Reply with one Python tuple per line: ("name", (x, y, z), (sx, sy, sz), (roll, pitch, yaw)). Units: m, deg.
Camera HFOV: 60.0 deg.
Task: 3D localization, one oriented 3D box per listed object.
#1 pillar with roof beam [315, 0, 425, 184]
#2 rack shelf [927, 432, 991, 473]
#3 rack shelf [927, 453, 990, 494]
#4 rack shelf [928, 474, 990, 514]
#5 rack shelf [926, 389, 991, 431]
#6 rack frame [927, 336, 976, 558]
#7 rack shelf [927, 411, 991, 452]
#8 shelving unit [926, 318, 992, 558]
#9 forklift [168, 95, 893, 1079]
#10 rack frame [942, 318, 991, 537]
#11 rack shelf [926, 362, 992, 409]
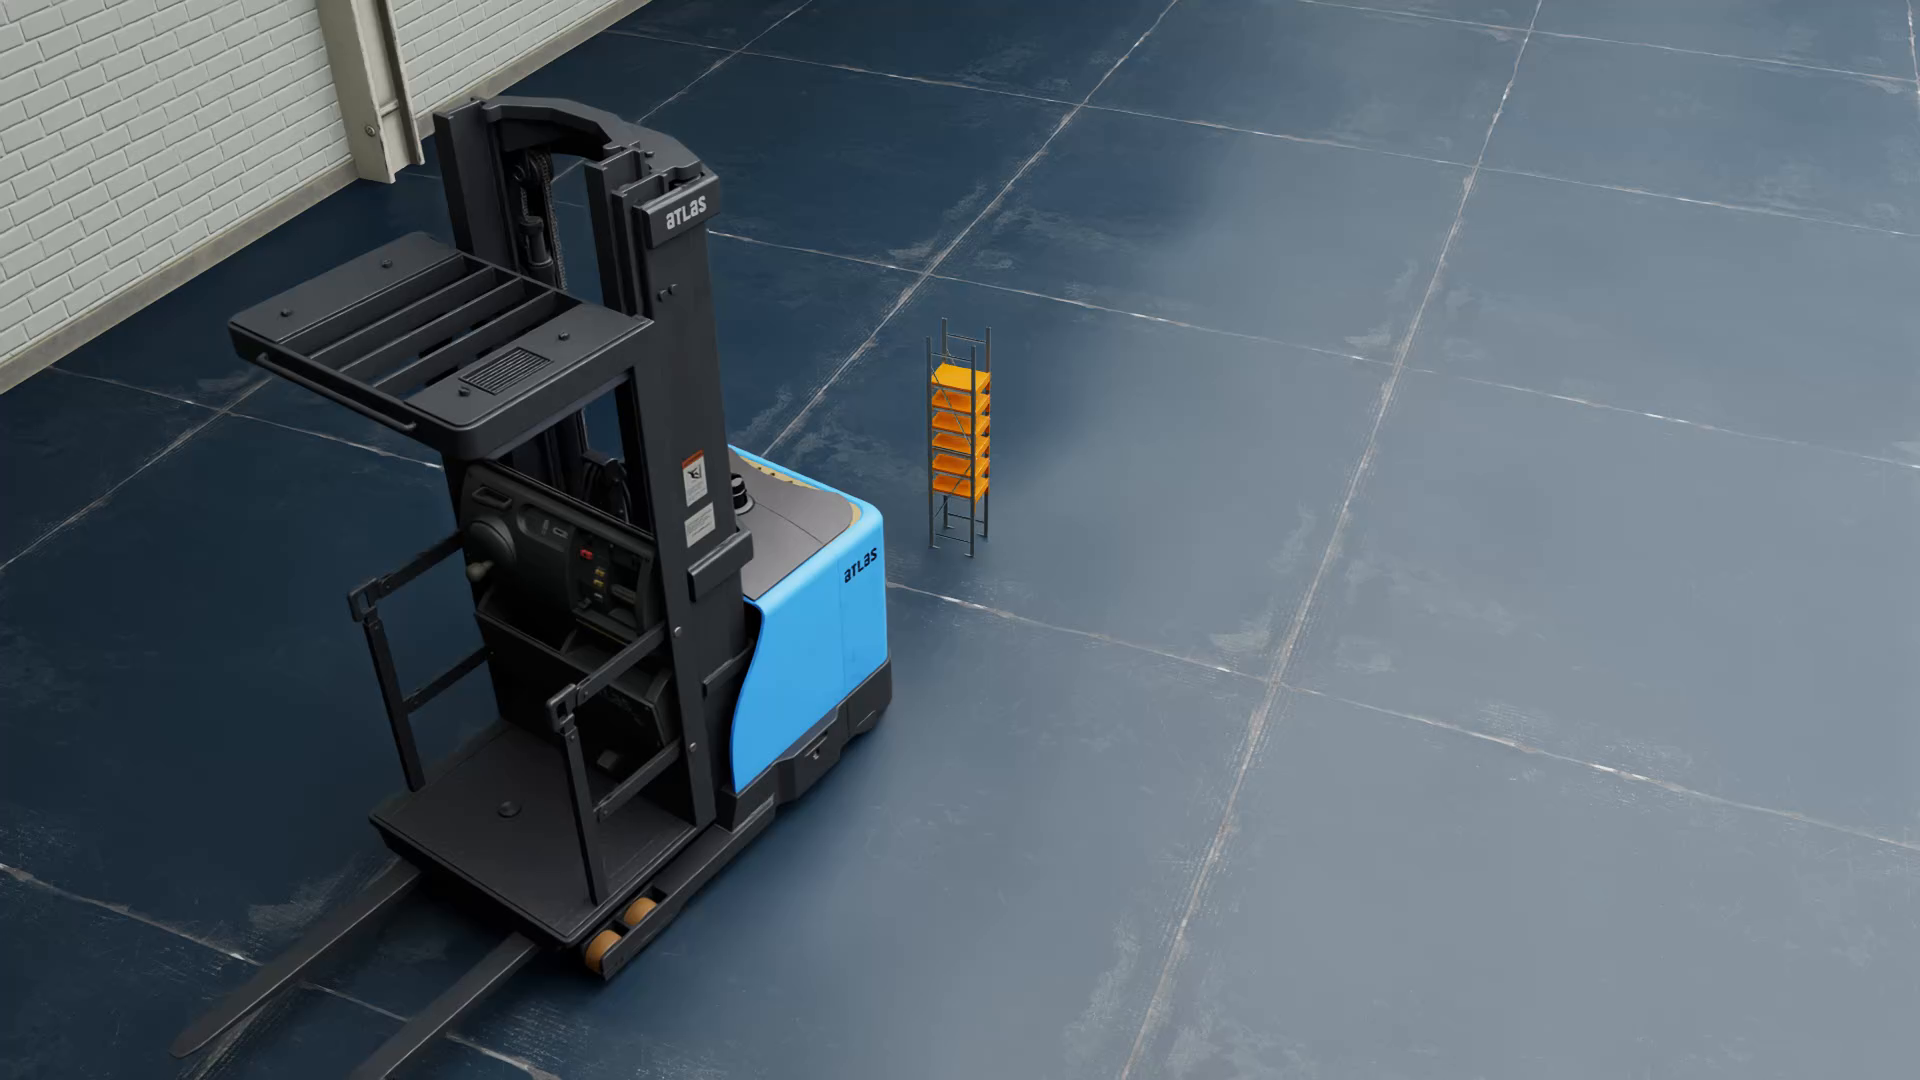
("pillar with roof beam", (-0.093, -5.276, 7.894), (9.100, 9.000, 0.400), (14, 39, 18))
("rack shelf", (-0.005, -0.437, 8.008), (0.258, 0.103, 0.180), (14, 39, 18))
("rack shelf", (-0.006, -0.341, 8.080), (0.258, 0.103, 0.180), (14, 39, 18))
("rack shelf", (-0.006, -0.245, 8.152), (0.258, 0.103, 0.180), (14, 39, 18))
("rack shelf", (-0.005, -0.629, 7.865), (0.258, 0.103, 0.180), (14, 39, 18))
("rack frame", (-0.040, -0.422, 7.914), (0.240, 1.200, 0.006), (14, 39, 18))
("rack shelf", (-0.005, -0.533, 7.936), (0.258, 0.103, 0.180), (14, 39, 18))
("shelving unit", (-0.005, -0.473, 7.982), (0.258, 1.200, 0.189), (14, 39, 18))
("forklift", (-1.554, 0.115, 5.749), (1.130, 2.935, 3.031), (23, 42, 27))
("rack frame", (0.029, -0.523, 8.049), (0.240, 1.200, 0.006), (14, 39, 18))
("rack shelf", (-0.005, -0.725, 7.793), (0.258, 0.103, 0.180), (14, 39, 18))
